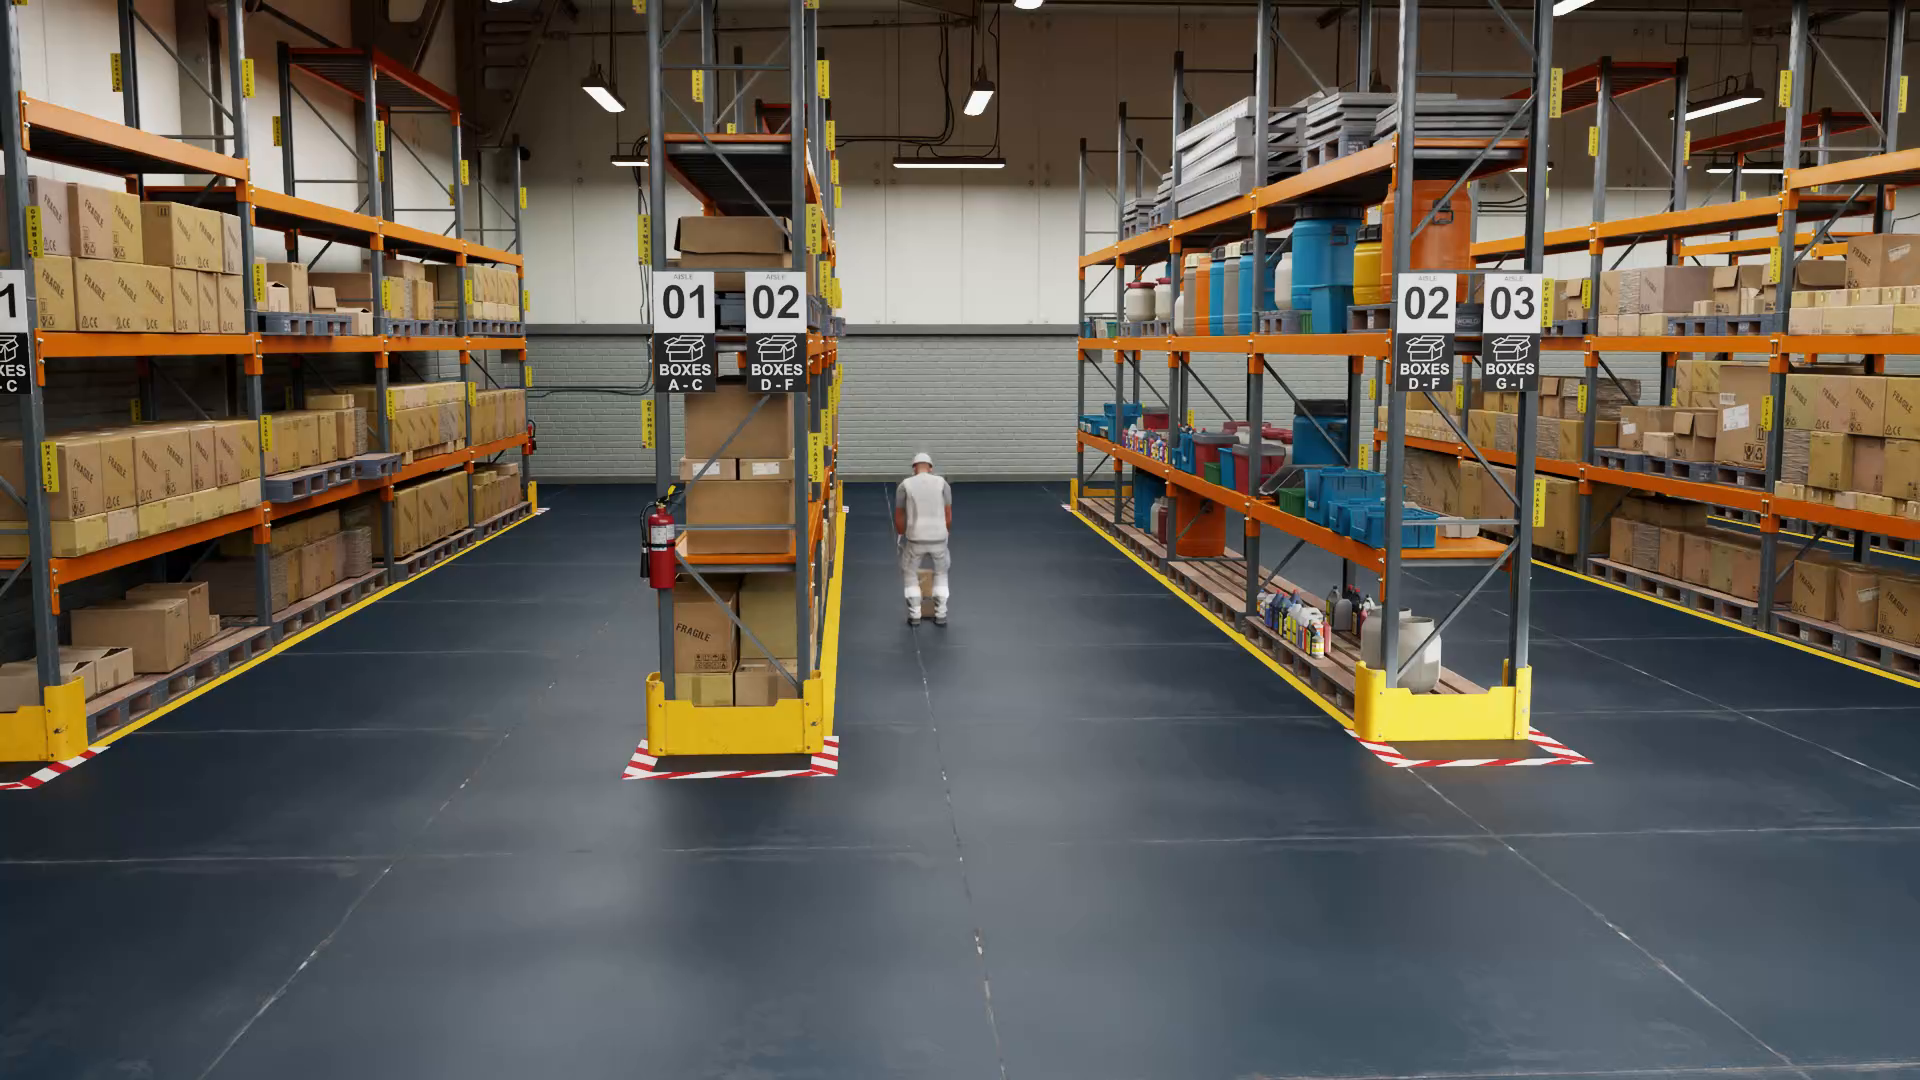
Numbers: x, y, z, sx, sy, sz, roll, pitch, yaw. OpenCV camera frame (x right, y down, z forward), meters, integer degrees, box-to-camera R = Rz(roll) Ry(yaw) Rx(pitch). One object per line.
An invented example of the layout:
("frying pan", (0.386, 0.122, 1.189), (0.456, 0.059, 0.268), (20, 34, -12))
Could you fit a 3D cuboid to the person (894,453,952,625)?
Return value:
("person", (-0.361, -0.012, 16.270), (0.560, 1.666, 0.558), (0, 7, -3))
